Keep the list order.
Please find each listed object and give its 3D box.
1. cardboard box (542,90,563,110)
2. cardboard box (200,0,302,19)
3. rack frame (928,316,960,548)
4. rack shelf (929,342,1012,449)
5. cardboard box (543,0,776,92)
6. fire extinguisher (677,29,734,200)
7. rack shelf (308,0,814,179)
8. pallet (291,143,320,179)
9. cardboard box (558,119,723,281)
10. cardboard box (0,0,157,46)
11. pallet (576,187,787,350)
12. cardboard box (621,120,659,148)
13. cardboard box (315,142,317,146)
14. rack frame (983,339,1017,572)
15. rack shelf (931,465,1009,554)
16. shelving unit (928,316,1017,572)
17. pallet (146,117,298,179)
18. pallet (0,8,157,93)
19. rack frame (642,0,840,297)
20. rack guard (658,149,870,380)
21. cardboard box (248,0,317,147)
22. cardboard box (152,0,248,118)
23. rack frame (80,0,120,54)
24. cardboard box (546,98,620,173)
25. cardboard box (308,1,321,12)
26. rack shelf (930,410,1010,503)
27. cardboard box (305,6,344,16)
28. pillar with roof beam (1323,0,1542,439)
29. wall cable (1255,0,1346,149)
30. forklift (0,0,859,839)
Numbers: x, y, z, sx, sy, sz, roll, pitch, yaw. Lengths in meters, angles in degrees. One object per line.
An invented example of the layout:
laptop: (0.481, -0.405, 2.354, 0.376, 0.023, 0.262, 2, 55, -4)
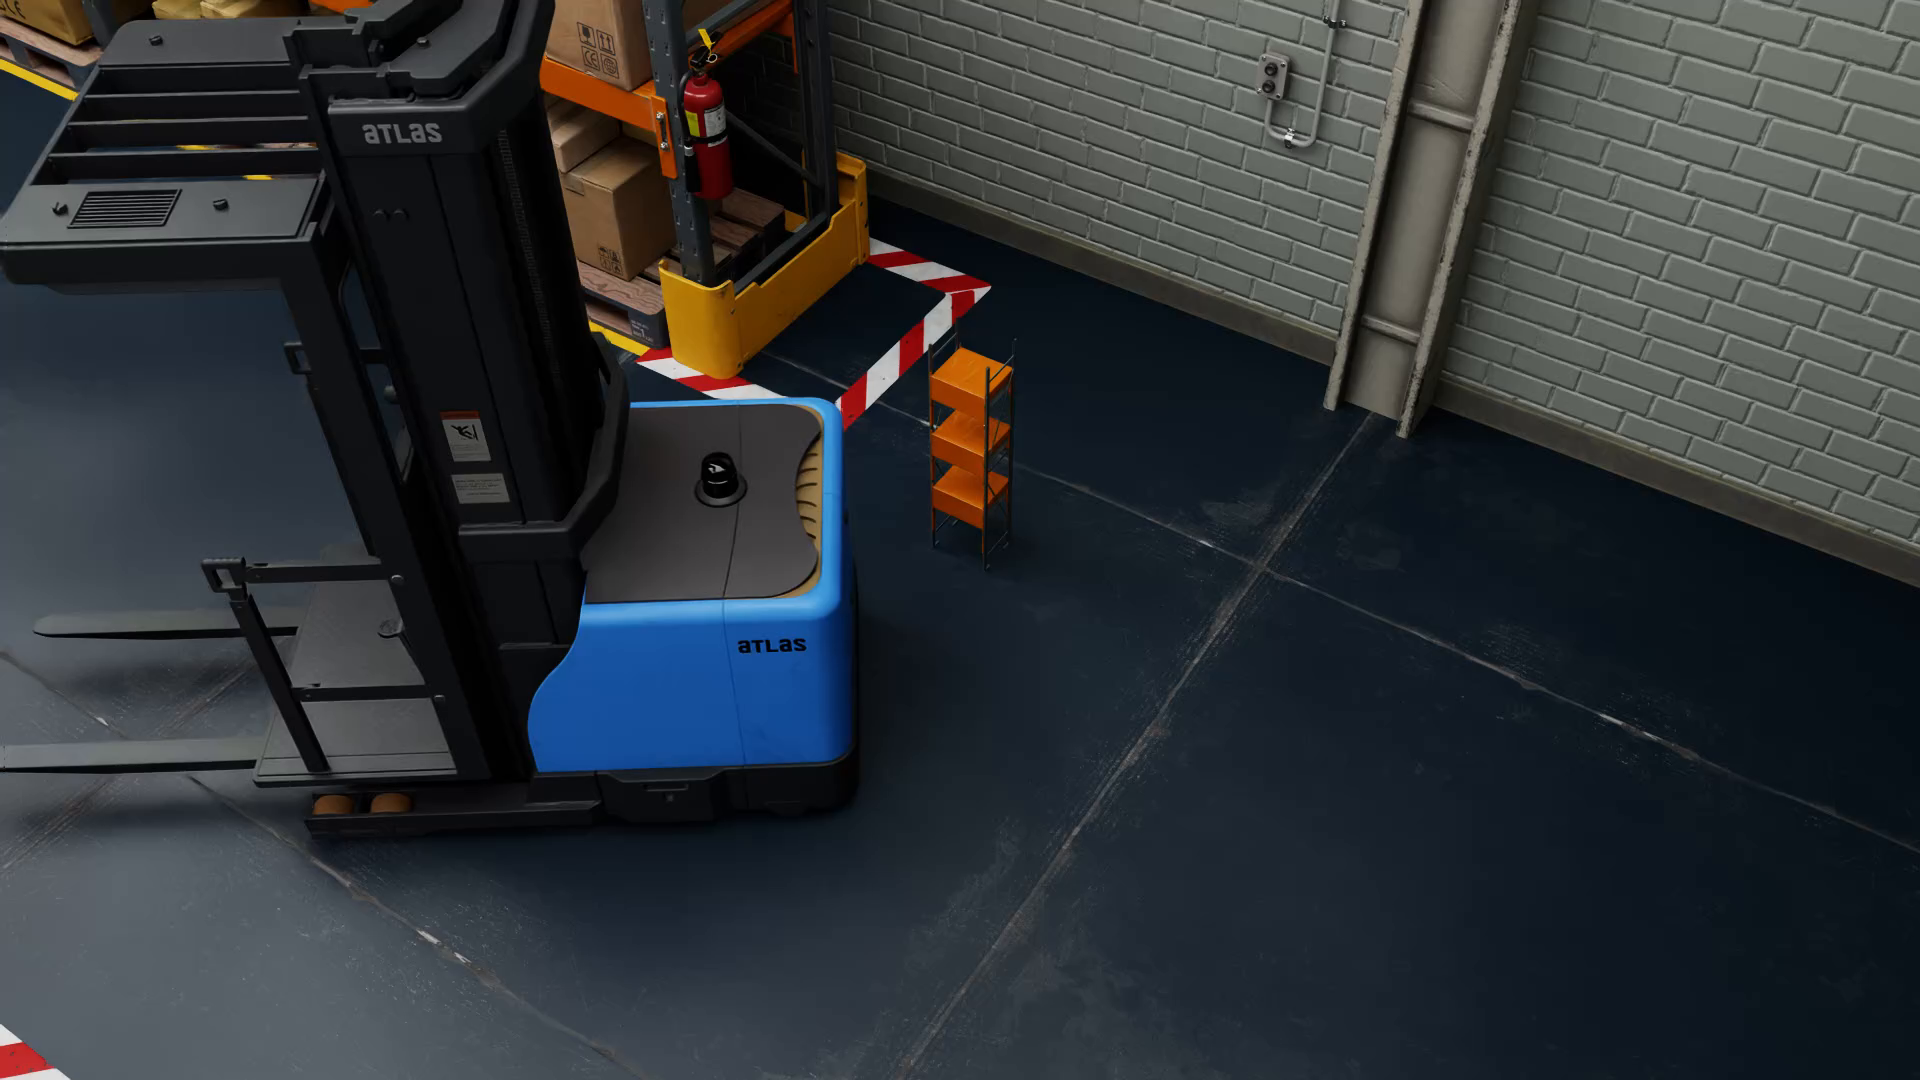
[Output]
cardboard box: (-1.958, -1.923, 7.525, 0.250, 0.149, 0.380, 26, 51, 23)
cardboard box: (-3.496, -2.629, 8.211, 0.250, 0.149, 0.380, 26, 51, 23)
rack frame: (-0.058, -0.392, 6.399, 0.008, 1.050, 0.200, 25, 51, 22)
rack shelf: (0.045, -0.536, 6.157, 0.240, 0.259, 0.215, 25, 51, 22)
cardboard box: (-1.328, -2.469, 6.848, 0.700, 0.700, 0.980, 27, 52, 24)
fire extinguisher: (-1.015, -1.679, 6.604, 0.183, 0.674, 0.296, 25, 51, 22)
rack shelf: (-2.577, -2.696, 7.780, 4.000, 0.370, 1.077, 25, 51, 22)
pallet: (-2.631, -1.936, 8.484, 1.213, 0.211, 1.003, 25, 51, 22)
cardboard box: (-1.536, -1.659, 7.720, 0.500, 0.500, 0.700, 25, 51, 22)
cardboard box: (-4.878, -3.292, 9.063, 0.750, 0.750, 0.750, 25, 51, 23)
pallet: (-1.608, -1.463, 8.025, 1.213, 0.211, 1.003, 25, 51, 22)
cardboard box: (-1.323, -1.957, 7.558, 0.250, 0.149, 0.380, 25, 51, 22)
cardboard box: (-2.834, -2.249, 8.294, 0.500, 0.500, 0.700, 26, 51, 23)
rack frame: (0.148, -0.298, 6.307, 0.008, 1.050, 0.200, 25, 51, 22)
rack shelf: (0.045, -0.144, 6.560, 0.240, 0.259, 0.215, 25, 51, 22)
shelving unit: (0.045, -0.345, 6.353, 0.252, 1.050, 0.215, 25, 51, 22)
pallet: (-3.662, -2.408, 8.943, 1.213, 0.211, 1.003, 25, 51, 22)
pallet: (-4.950, -3.003, 9.521, 1.213, 0.211, 1.003, 25, 51, 22)
rack frame: (-0.893, -2.173, 6.770, 0.127, 3.000, 1.000, 25, 51, 22)
rack guard: (-0.873, -1.292, 7.657, 0.348, 0.500, 1.175, 25, 51, 22)
cardboard box: (-3.265, -2.449, 8.488, 0.500, 0.500, 0.700, 24, 51, 22)
cardboard box: (-3.686, -2.645, 8.679, 0.500, 0.500, 0.700, 25, 51, 23)
rack frame: (-4.260, -3.721, 8.275, 0.127, 3.000, 1.000, 25, 51, 22)
cardboard box: (-1.743, -1.824, 7.429, 0.250, 0.149, 0.380, 24, 51, 22)
cardboard box: (-3.034, -2.743, 8.322, 0.250, 0.149, 0.380, 23, 50, 21)
rack shelf: (0.045, -0.338, 6.361, 0.240, 0.259, 0.215, 25, 51, 22)
cardboard box: (-3.057, -2.427, 8.014, 0.250, 0.149, 0.380, 23, 50, 21)
pillar with roof beam: (-0.478, -1.141, 1.584, 0.400, 9.000, 9.100, 25, 51, 22)
wall cable: (0.695, -2.602, 6.479, 1.851, 1.984, 0.084, 25, 51, 22)
forklift: (-1.886, -0.380, 5.075, 3.031, 2.935, 1.130, -2, 46, -2)
